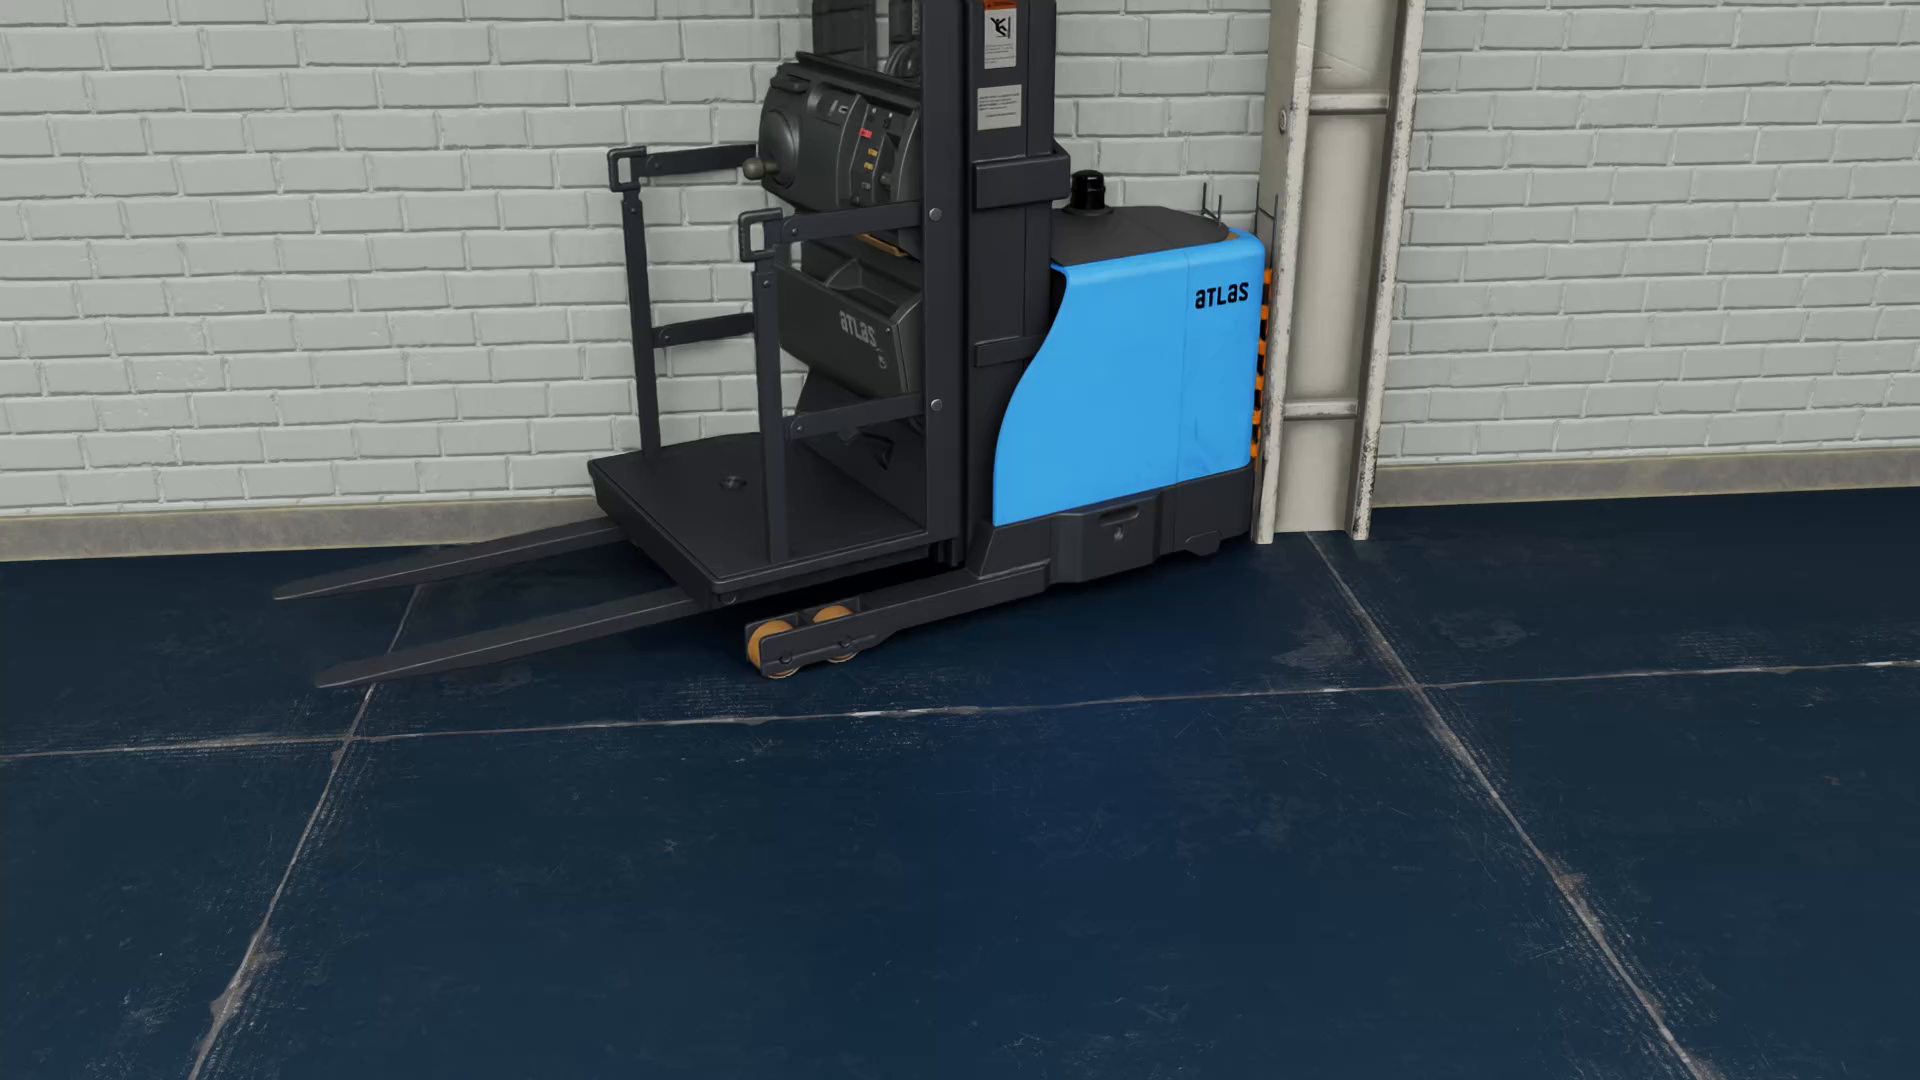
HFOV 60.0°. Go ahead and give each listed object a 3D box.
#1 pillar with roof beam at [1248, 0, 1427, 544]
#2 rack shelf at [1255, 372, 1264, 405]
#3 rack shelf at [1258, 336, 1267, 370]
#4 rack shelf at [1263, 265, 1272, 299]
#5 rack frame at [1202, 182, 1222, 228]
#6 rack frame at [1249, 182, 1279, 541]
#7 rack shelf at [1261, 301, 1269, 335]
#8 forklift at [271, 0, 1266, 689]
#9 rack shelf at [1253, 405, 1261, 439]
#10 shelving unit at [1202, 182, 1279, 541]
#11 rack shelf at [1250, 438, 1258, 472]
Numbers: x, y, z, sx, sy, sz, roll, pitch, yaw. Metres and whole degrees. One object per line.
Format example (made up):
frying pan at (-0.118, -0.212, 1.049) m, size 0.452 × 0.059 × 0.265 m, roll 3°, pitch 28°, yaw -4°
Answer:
pillar with roof beam at (1.626, -2.429, 0.135) m, size 0.400 × 9.000 × 9.100 m, roll -2°, pitch 24°, yaw -5°
rack shelf at (0.906, -0.544, 5.639) m, size 0.180 × 0.103 × 0.258 m, roll -2°, pitch 23°, yaw -5°
rack shelf at (0.907, -0.654, 5.593) m, size 0.180 × 0.103 × 0.258 m, roll -2°, pitch 23°, yaw -5°
rack shelf at (0.908, -0.876, 5.501) m, size 0.180 × 0.103 × 0.258 m, roll -2°, pitch 23°, yaw -5°
rack frame at (0.816, -0.582, 5.614) m, size 0.006 × 1.200 × 0.240 m, roll -2°, pitch 23°, yaw -5°
rack frame at (0.998, -0.587, 5.630) m, size 0.006 × 1.200 × 0.240 m, roll -2°, pitch 23°, yaw -5°
rack shelf at (0.908, -0.765, 5.547) m, size 0.180 × 0.103 × 0.258 m, roll -2°, pitch 23°, yaw -5°
forklift at (-0.543, -1.180, 4.796) m, size 3.031 × 2.935 × 1.130 m, roll -14°, pitch 27°, yaw -28°
rack shelf at (0.906, -0.433, 5.685) m, size 0.180 × 0.103 × 0.258 m, roll -2°, pitch 23°, yaw -5°
shelving unit at (0.907, -0.585, 5.622) m, size 0.189 × 1.200 × 0.258 m, roll -2°, pitch 23°, yaw -5°
rack shelf at (0.905, -0.322, 5.731) m, size 0.180 × 0.103 × 0.258 m, roll -2°, pitch 23°, yaw -5°
